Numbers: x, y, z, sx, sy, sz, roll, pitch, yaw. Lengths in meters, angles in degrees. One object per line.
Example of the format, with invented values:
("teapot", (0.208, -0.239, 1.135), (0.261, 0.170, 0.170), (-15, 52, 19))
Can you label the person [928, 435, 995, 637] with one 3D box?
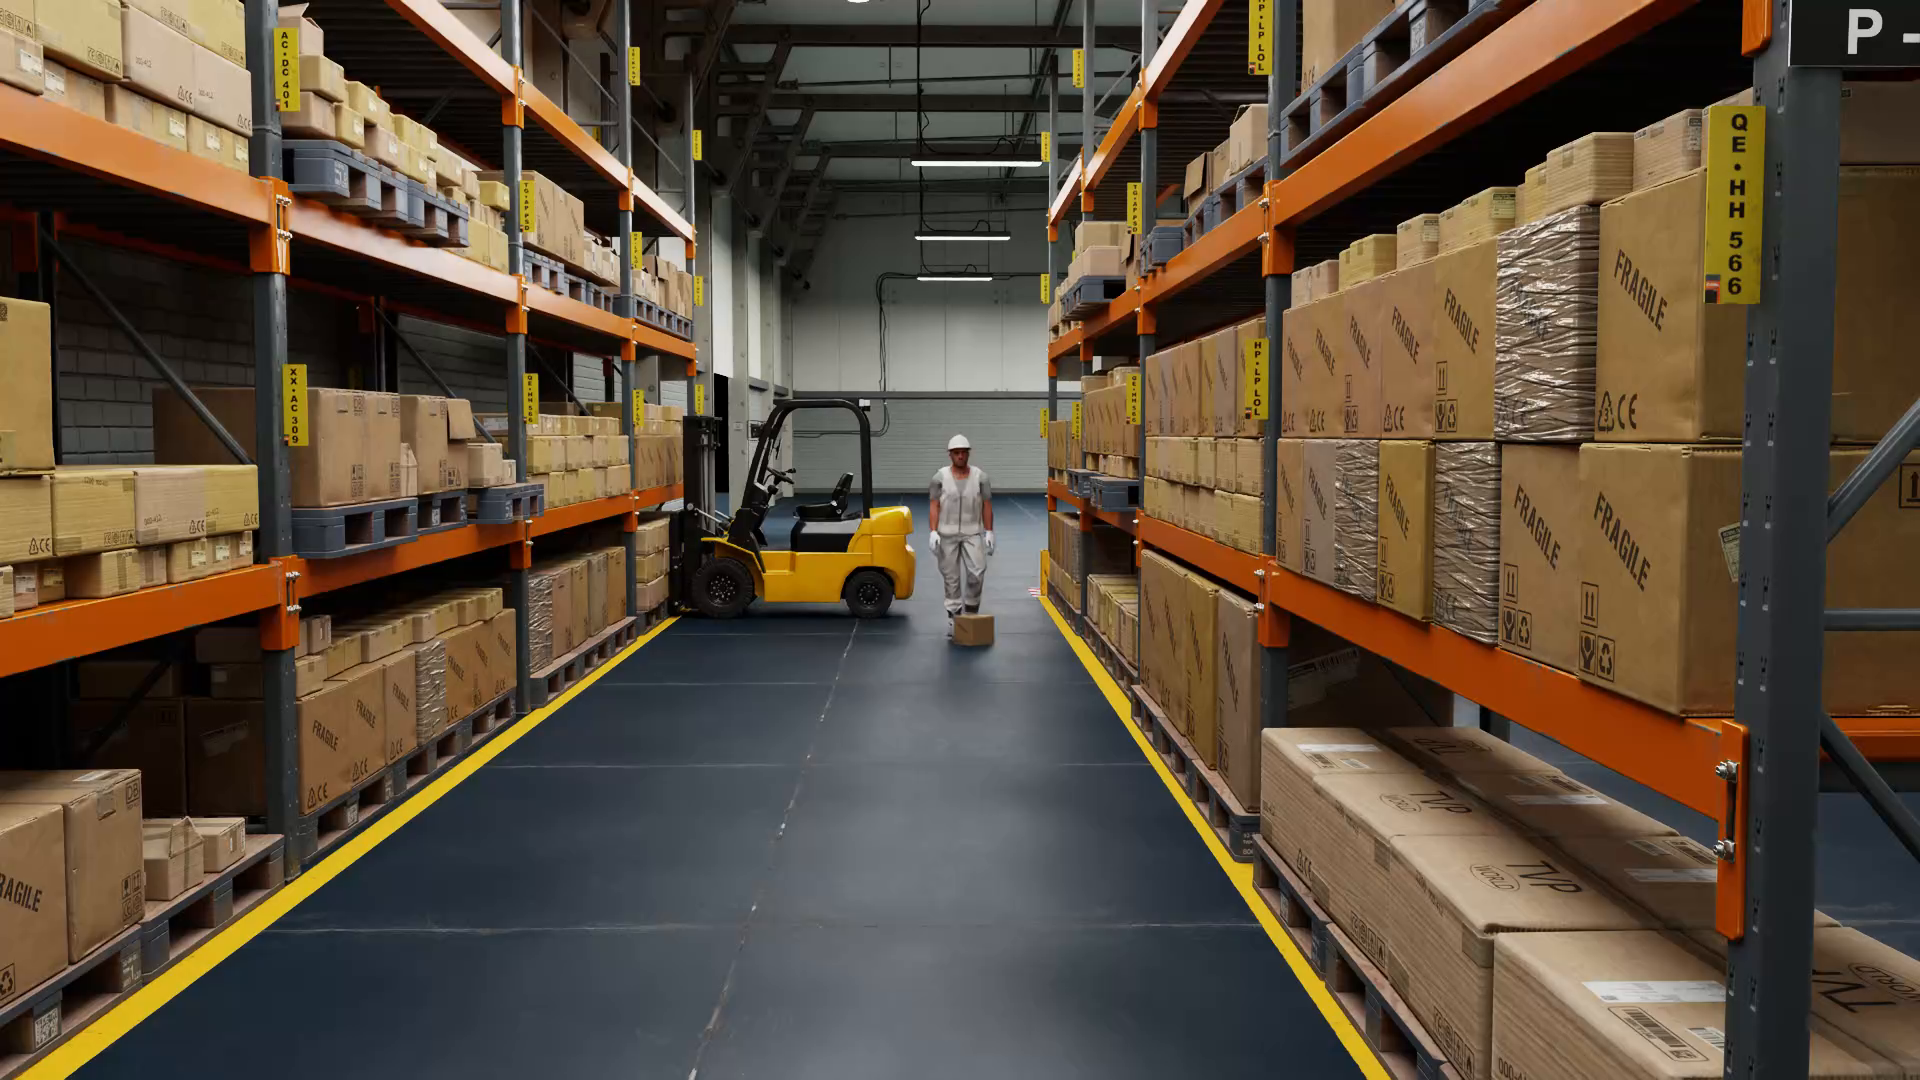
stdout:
("person", (0.019, 0.006, 14.512), (0.587, 1.839, 0.475), (0, 4, -1))
